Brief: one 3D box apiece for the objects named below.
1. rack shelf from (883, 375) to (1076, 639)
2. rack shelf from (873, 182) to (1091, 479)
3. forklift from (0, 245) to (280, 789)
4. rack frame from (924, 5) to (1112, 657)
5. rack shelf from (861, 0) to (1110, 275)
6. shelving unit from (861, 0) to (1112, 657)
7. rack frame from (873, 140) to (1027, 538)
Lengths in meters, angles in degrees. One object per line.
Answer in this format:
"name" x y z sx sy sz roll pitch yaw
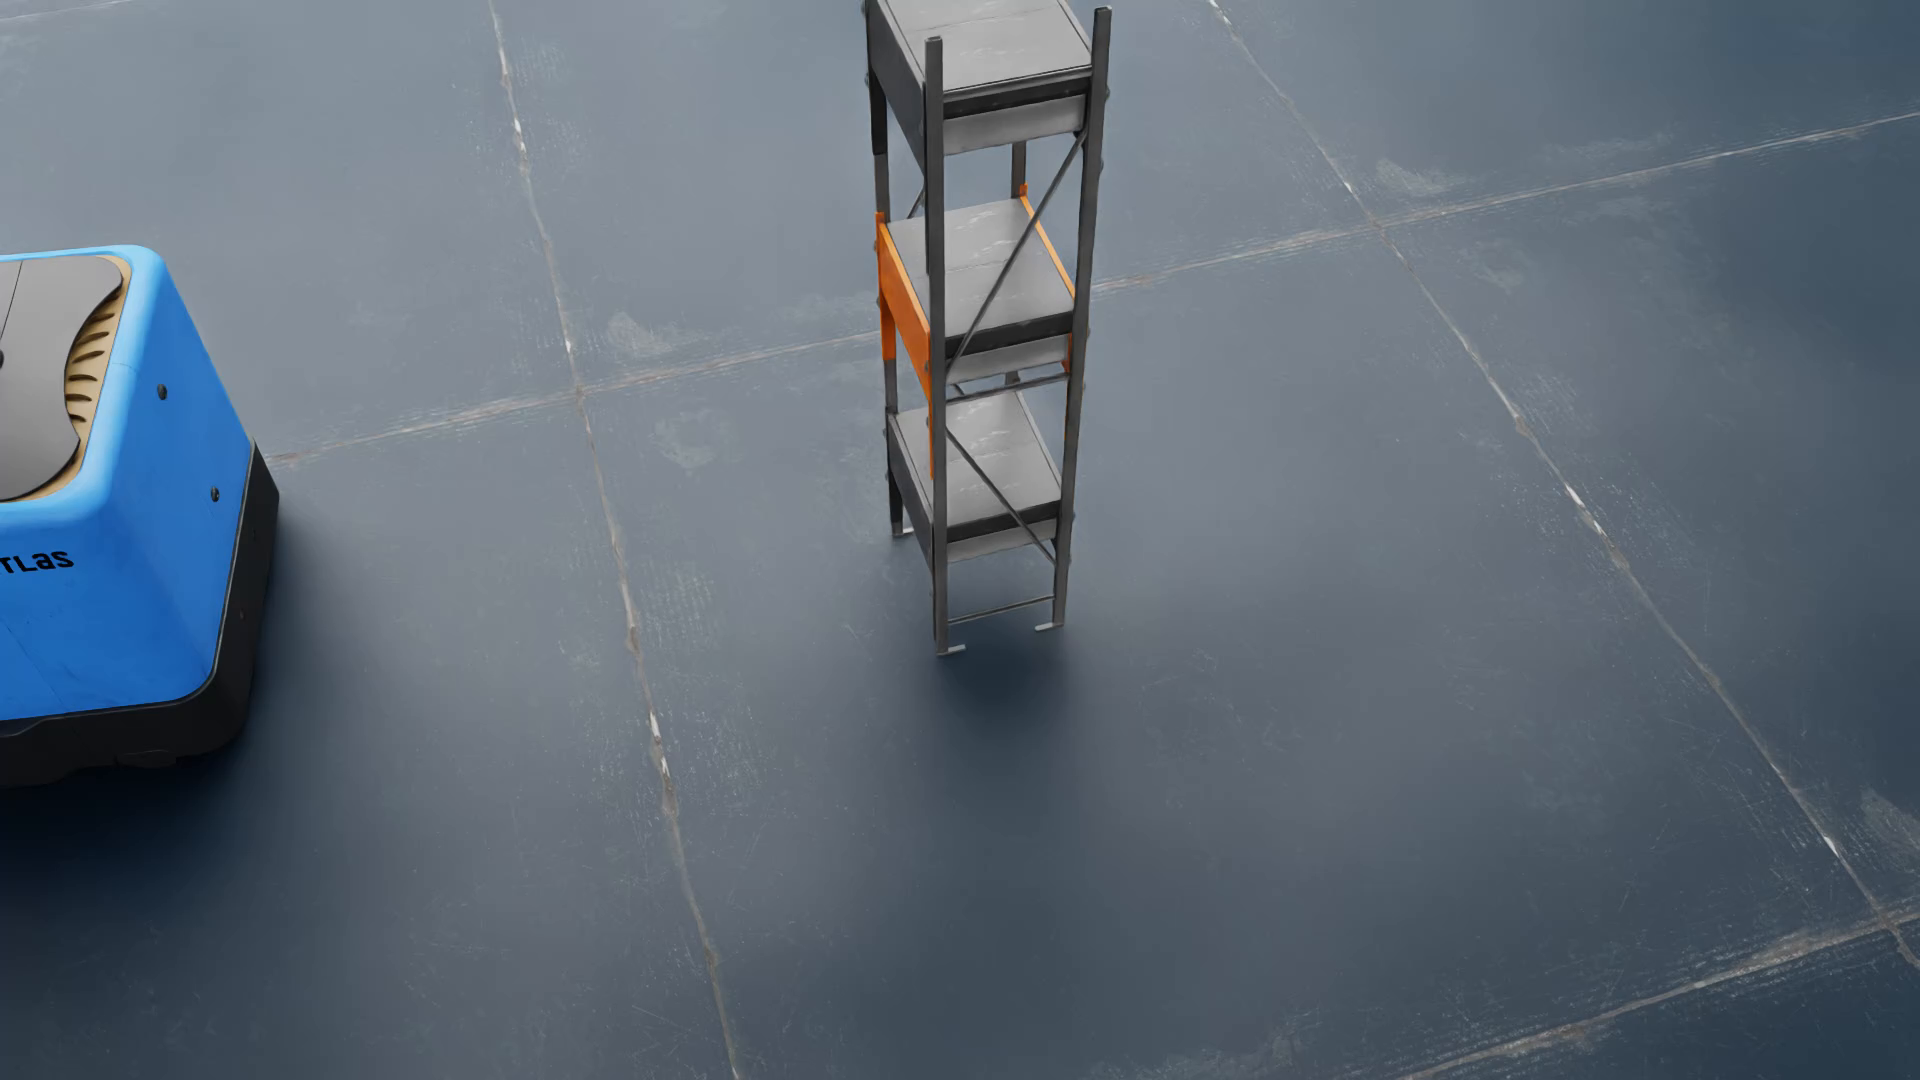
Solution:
"rack shelf" 0.049 -0.096 4.891 0.431 0.518 0.480 -13 51 -11
"rack shelf" 0.049 -0.547 4.356 0.431 0.518 0.480 -13 51 -11
"forklift" -3.592 -0.541 3.789 3.031 2.935 1.130 -6 50 -5
"rack frame" 0.121 -0.378 4.195 0.400 2.100 0.015 -13 51 -11
"rack shelf" 0.049 -0.998 3.821 0.431 0.518 0.480 -13 51 -11
"shelving unit" 0.049 -0.556 4.345 0.431 2.100 0.503 -13 51 -11
"rack frame" -0.023 -0.734 4.496 0.400 2.100 0.015 -13 51 -11
